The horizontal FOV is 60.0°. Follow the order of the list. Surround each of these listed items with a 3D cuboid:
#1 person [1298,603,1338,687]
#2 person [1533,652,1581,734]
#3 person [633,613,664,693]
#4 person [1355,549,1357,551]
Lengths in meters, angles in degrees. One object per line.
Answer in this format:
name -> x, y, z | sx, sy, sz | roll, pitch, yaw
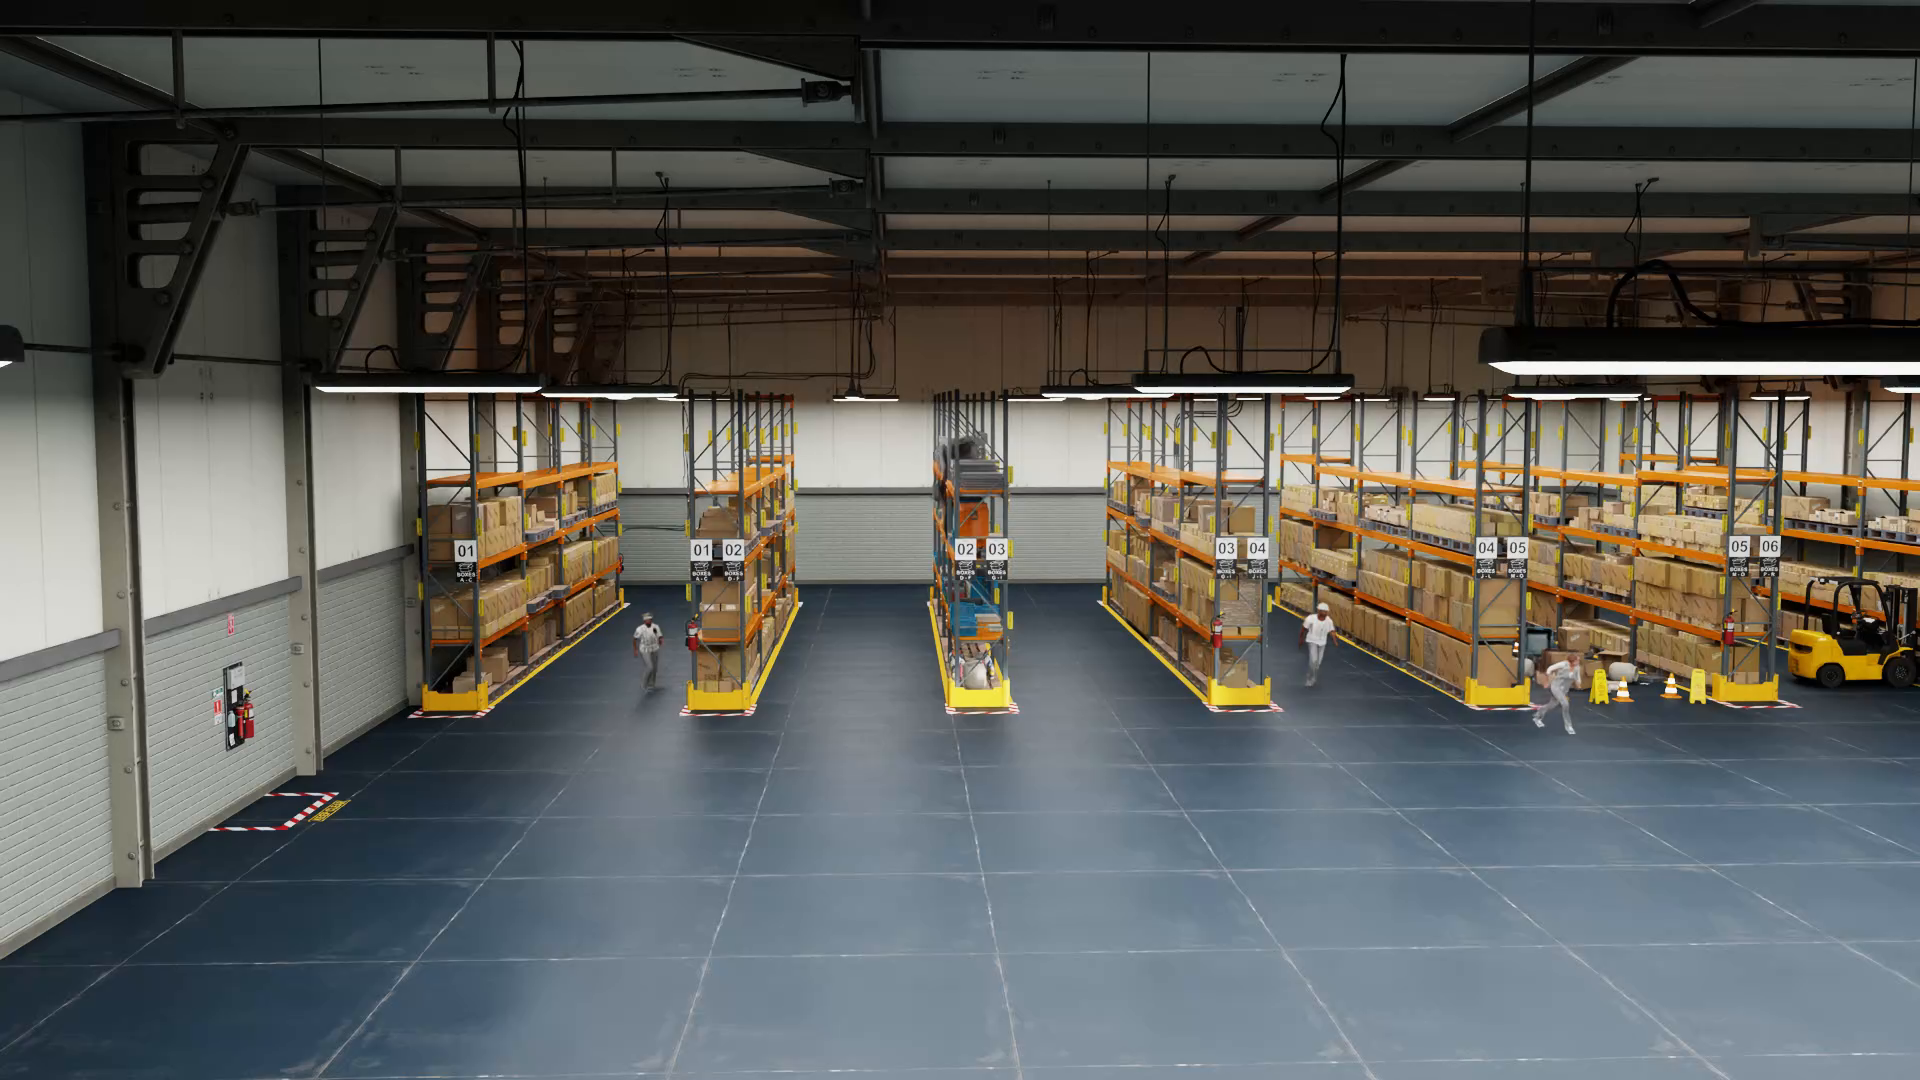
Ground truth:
person -> 7.288, 2.111, 33.898 | 0.670, 1.717, 0.774 | -1, 5, -17
person -> 10.436, 2.622, 29.030 | 0.540, 1.425, 0.981 | -2, 5, -24
person -> -6.155, 2.250, 33.196 | 0.598, 1.634, 0.772 | -5, 6, -44
person -> 11.339, 1.081, 47.220 | 0.679, 1.599, 0.867 | -2, 5, -22
